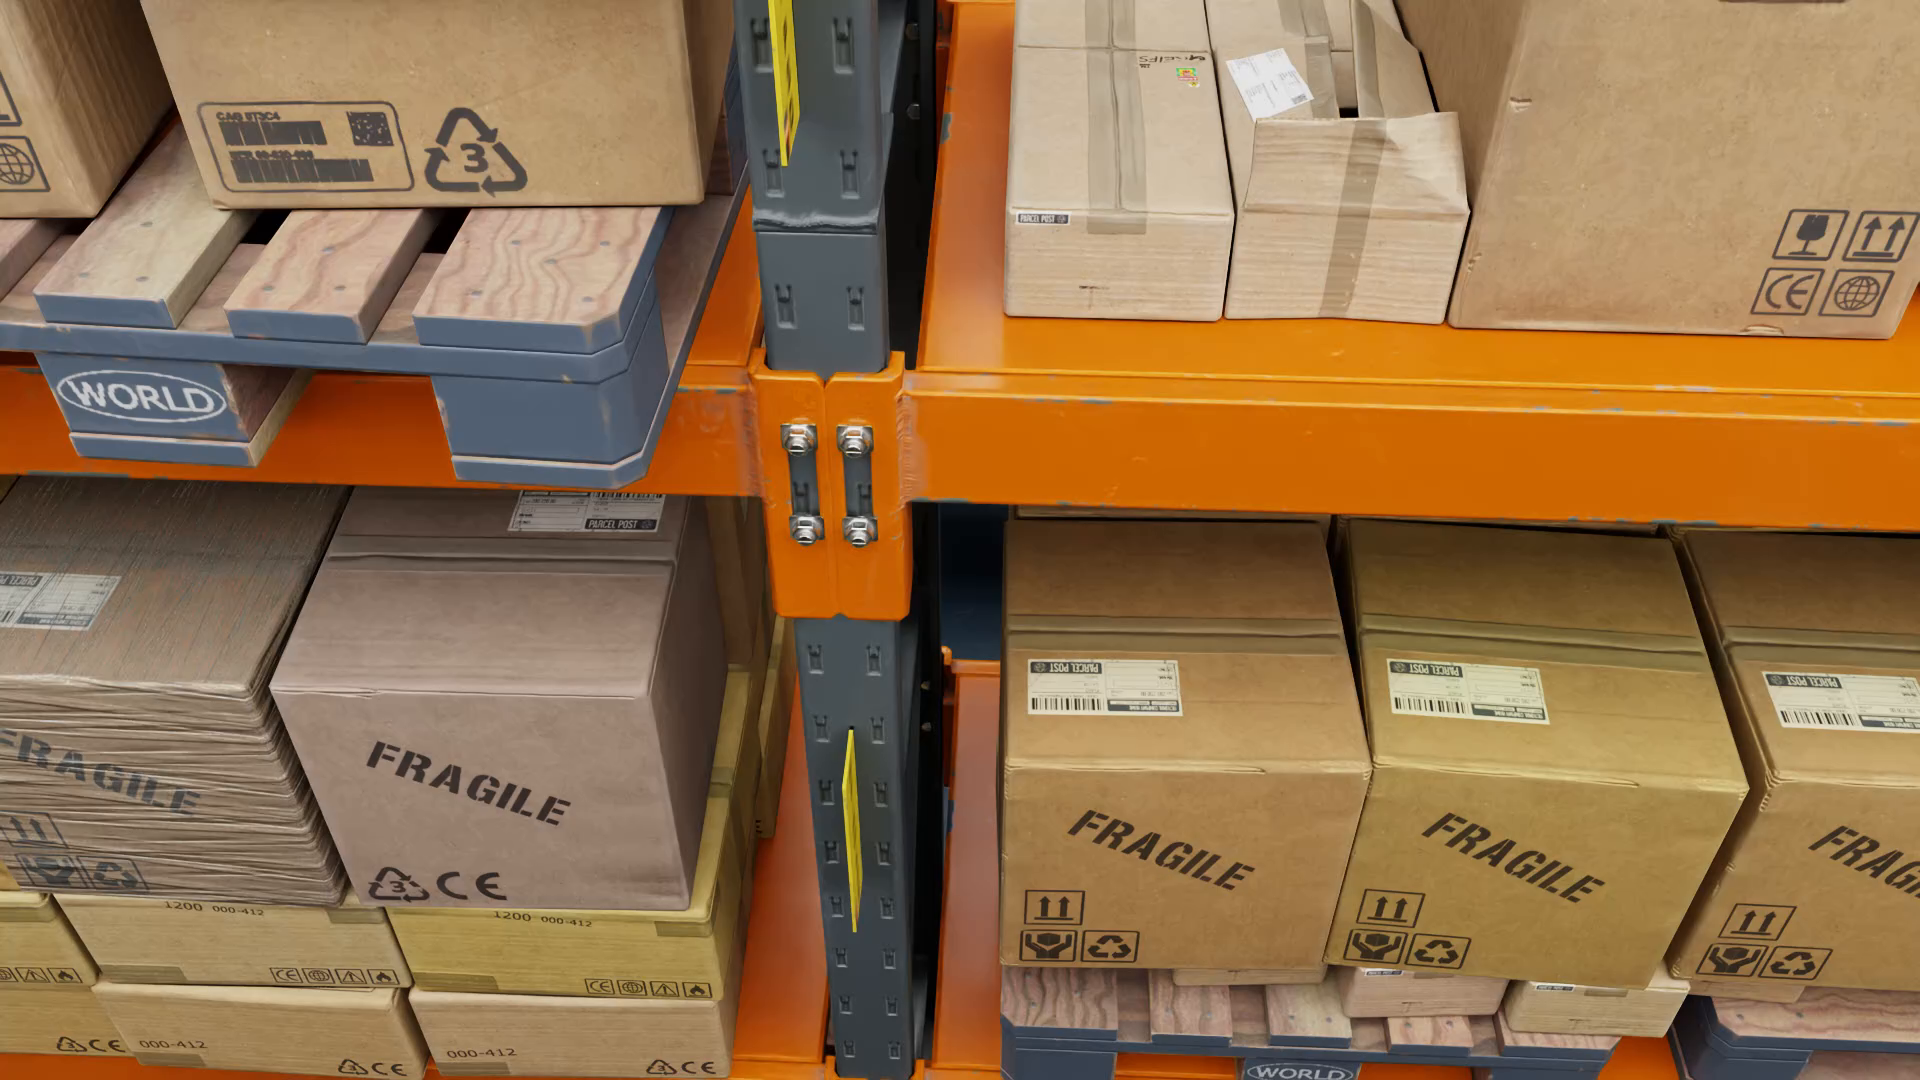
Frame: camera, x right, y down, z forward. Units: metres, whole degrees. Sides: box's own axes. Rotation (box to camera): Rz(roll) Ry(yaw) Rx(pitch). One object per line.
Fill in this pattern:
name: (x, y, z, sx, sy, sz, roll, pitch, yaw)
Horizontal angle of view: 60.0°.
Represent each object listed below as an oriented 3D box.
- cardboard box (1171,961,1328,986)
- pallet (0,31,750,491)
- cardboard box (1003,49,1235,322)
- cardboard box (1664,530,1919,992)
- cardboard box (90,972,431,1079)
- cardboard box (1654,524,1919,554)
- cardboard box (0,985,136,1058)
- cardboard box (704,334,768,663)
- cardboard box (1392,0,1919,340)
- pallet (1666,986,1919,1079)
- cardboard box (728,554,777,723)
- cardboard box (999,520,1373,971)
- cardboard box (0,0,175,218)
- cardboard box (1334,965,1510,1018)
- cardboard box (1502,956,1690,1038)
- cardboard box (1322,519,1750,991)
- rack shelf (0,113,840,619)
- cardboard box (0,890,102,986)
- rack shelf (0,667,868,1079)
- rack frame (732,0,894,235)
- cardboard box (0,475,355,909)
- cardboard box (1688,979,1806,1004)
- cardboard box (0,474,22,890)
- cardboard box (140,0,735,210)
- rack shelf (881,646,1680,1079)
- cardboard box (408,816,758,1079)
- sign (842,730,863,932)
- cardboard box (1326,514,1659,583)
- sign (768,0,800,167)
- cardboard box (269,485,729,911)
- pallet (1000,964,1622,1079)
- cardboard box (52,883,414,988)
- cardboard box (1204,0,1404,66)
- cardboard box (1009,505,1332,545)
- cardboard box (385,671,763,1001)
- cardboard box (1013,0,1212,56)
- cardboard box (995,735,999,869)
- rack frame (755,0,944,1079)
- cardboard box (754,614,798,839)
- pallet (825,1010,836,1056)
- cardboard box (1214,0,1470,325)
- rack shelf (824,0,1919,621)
cardboard box: (0.473, 0.553, 2.832, 0.250, 0.149, 0.380, -1, 43, -1)
pallet: (-0.770, -0.565, 2.094, 1.003, 0.211, 1.213, 4, 43, 4)
cardboard box: (0.183, -0.433, 1.998, 0.250, 0.149, 0.380, 2, 43, 2)
cardboard box: (1.367, 0.342, 2.582, 0.500, 0.500, 0.500, 2, 43, 3)
cardboard box: (-1.152, 0.658, 2.953, 0.500, 0.250, 0.500, 2, 43, 3)
cardboard box: (1.364, -0.004, 2.954, 0.500, 0.500, 0.500, -1, 43, -1)
cardboard box: (-1.654, 0.632, 2.981, 0.500, 0.250, 0.500, 1, 43, 1)
cardboard box: (-0.606, -0.137, 2.890, 0.500, 0.500, 0.500, 0, 43, 0)
cardboard box: (0.822, -0.651, 1.974, 0.500, 0.500, 0.700, 2, 43, 2)
pallet: (1.855, 0.550, 3.100, 1.213, 0.211, 1.003, 2, 43, 2)
cardboard box: (-0.619, 0.135, 3.147, 0.500, 0.250, 0.500, 1, 43, 2)
cardboard box: (0.315, 0.319, 2.607, 0.500, 0.500, 0.500, 1, 43, 1)
cardboard box: (-1.122, -0.742, 1.764, 0.500, 0.500, 0.700, 0, 43, 0)
cardboard box: (0.744, 0.593, 2.789, 0.250, 0.149, 0.380, -1, 43, -1)
cardboard box: (1.018, 0.616, 2.765, 0.250, 0.149, 0.380, 2, 43, 2)
cardboard box: (0.836, 0.331, 2.595, 0.500, 0.500, 0.500, 4, 43, 4)
rack shelf: (-2.122, -0.449, 2.358, 4.000, 0.370, 1.077, 2, 43, 2)
cardboard box: (-1.644, 0.462, 2.797, 0.500, 0.250, 0.500, 1, 43, 1)
rack shelf: (-2.122, 0.649, 3.381, 4.000, 0.370, 1.077, 2, 43, 2)
rack frame: (-0.124, -1.748, 1.025, 0.127, 3.000, 1.000, 2, 43, 2)
cardboard box: (-1.165, 0.197, 2.531, 0.500, 0.500, 0.500, 2, 43, 3)
cardboard box: (1.263, 0.570, 2.814, 0.250, 0.149, 0.380, 4, 43, 4)
cardboard box: (-1.661, 0.177, 2.553, 0.500, 0.500, 0.500, 2, 43, 2)
cardboard box: (-0.508, -0.751, 1.771, 0.637, 0.503, 0.797, -1, 43, -1)
rack shelf: (1.874, 0.772, 3.249, 4.000, 0.370, 1.077, 2, 43, 2)
cardboard box: (-0.641, 0.663, 2.948, 0.500, 0.250, 0.500, 0, 43, 0)
sign: (-0.146, 0.401, 2.269, 0.005, 0.325, 0.100, 2, 43, 2)
cardboard box: (0.860, -0.019, 2.970, 0.500, 0.500, 0.500, 1, 43, 1)
sign: (-0.157, -0.491, 1.438, 0.005, 0.325, 0.100, 2, 43, 2)
cardboard box: (-0.652, 0.207, 2.520, 0.500, 0.500, 0.500, 1, 43, 1)
pallet: (0.593, 0.467, 3.189, 1.003, 0.211, 1.213, 2, 43, 2)
cardboard box: (-1.132, 0.464, 2.795, 0.500, 0.250, 0.500, 1, 43, 1)
cardboard box: (0.449, -0.690, 2.274, 0.250, 0.149, 0.380, 2, 43, 2)
cardboard box: (0.343, -0.027, 2.979, 0.500, 0.500, 0.500, 1, 43, 1)
cardboard box: (-0.619, 0.477, 2.780, 0.500, 0.250, 0.500, 2, 43, 2)
cardboard box: (0.200, -0.692, 2.276, 0.250, 0.149, 0.380, 2, 43, 2)
cardboard box: (0.192, 0.522, 2.865, 0.250, 0.149, 0.380, -1, 43, -1)
rack frame: (-0.124, 0.447, 3.070, 0.127, 3.000, 1.000, 2, 43, 2)
cardboard box: (-0.602, 0.316, 3.321, 0.500, 0.250, 0.500, 1, 43, 1)
pallet: (-0.908, 1.392, 4.101, 1.213, 0.211, 1.003, 2, 43, 2)
cardboard box: (0.438, -0.468, 1.950, 0.258, 0.266, 0.396, 2, 43, 2)
rack shelf: (1.874, -0.326, 2.226, 4.000, 0.370, 1.077, 2, 43, 2)
